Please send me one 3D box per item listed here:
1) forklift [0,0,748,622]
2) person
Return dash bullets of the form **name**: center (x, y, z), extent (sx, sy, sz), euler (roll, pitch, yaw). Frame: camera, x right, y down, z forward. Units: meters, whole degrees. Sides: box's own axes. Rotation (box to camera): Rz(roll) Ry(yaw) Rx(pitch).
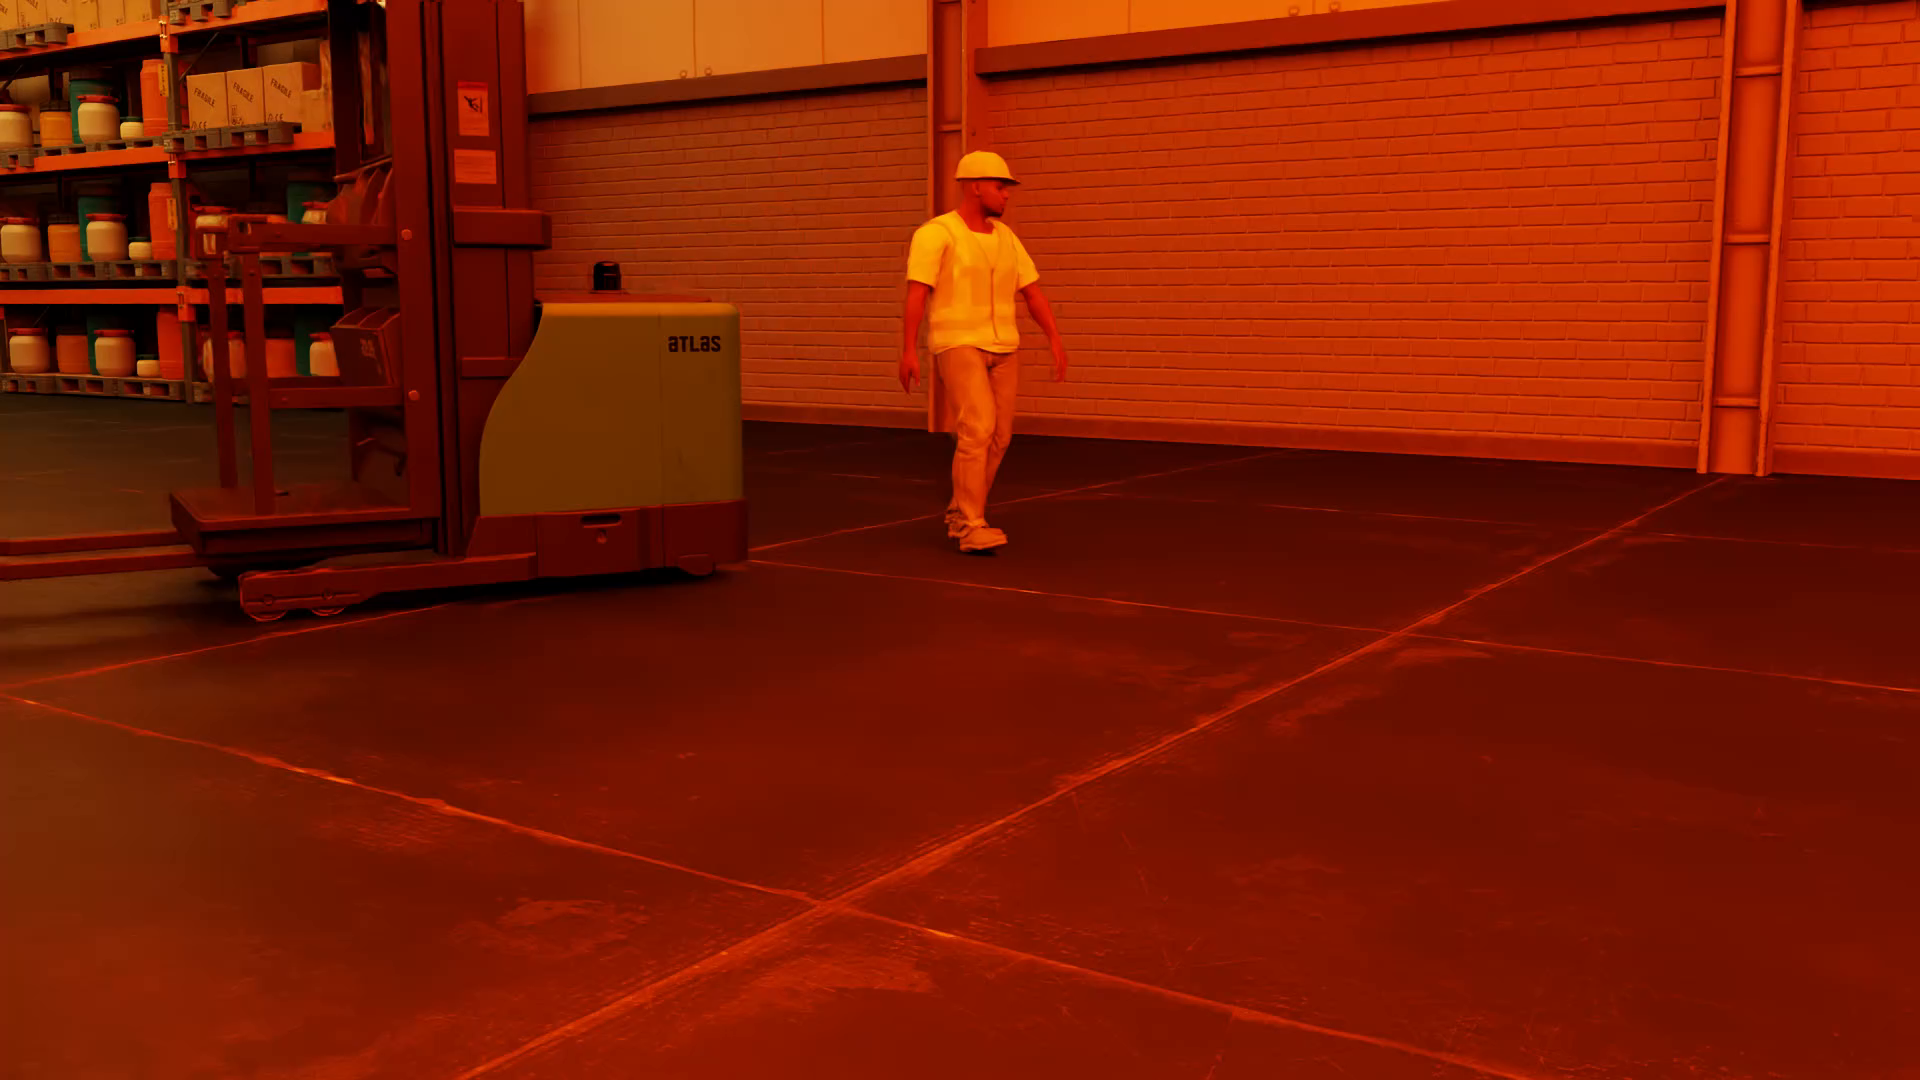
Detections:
- **forklift**: center (-2.373, -1.258, 6.037), extent (3.031, 2.935, 1.130), euler (-5, 9, -30)
- **person**: center (0.119, -0.828, 7.307), extent (0.705, 1.742, 0.672), euler (-7, 11, -40)
